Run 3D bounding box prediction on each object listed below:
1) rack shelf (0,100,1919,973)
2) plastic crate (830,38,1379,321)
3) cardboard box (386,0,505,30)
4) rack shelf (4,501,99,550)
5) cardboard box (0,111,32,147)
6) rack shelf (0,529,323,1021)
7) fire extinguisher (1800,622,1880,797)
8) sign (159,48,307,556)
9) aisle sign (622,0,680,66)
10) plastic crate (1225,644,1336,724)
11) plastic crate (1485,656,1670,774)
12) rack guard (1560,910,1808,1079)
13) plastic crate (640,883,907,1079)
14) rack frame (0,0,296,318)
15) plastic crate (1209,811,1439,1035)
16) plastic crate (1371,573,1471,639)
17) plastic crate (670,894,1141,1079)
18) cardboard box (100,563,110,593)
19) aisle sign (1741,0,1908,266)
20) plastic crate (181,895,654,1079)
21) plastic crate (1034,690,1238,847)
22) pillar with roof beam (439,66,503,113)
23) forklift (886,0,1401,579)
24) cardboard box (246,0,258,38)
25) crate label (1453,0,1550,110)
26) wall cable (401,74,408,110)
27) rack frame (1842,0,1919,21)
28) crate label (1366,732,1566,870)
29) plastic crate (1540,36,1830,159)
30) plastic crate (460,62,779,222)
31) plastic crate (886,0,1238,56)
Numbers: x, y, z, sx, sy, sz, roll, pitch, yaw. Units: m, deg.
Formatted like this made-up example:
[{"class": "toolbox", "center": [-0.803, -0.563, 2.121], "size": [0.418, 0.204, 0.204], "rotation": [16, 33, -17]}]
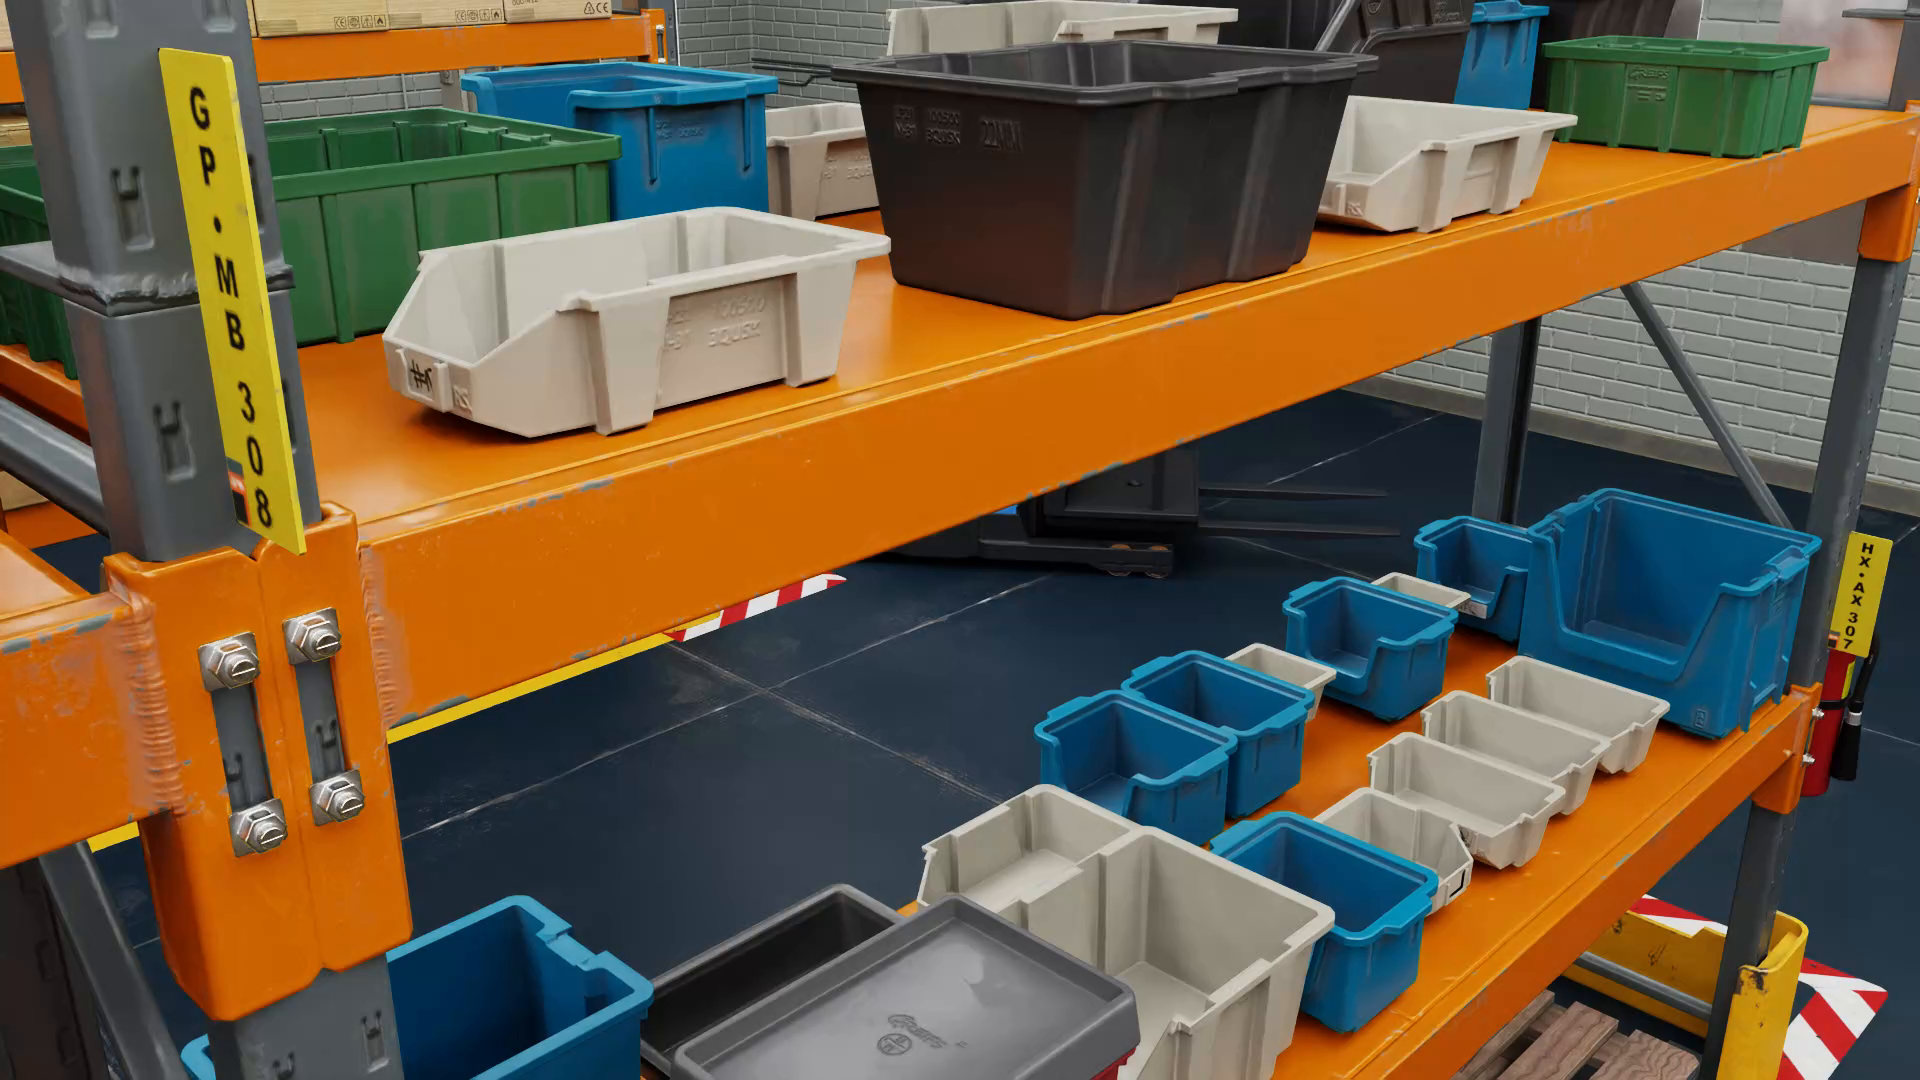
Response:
[{"class": "rack shelf", "center": [0.523, -0.466, 2.927], "size": [1.077, 0.370, 4.000], "rotation": [19, 28, 41]}, {"class": "plastic crate", "center": [0.190, -0.477, 2.136], "size": [0.497, 0.269, 0.590], "rotation": [19, 28, 41]}, {"class": "cardboard box", "center": [-2.155, -2.162, 6.548], "size": [0.500, 0.250, 0.500], "rotation": [19, 28, 41]}, {"class": "rack shelf", "center": [-3.024, -0.306, 6.693], "size": [1.077, 0.370, 4.000], "rotation": [19, 28, 41]}, {"class": "cardboard box", "center": [-6.028, -2.212, 10.229], "size": [0.980, 0.700, 0.700], "rotation": [19, 28, 40]}, {"class": "rack shelf", "center": [-2.268, 0.563, 0.252], "size": [1.077, 0.370, 4.000], "rotation": [19, 28, 41]}, {"class": "fire extinguisher", "center": [2.349, 0.370, 4.559], "size": [0.296, 0.674, 0.183], "rotation": [19, 28, 41]}, {"class": "sign", "center": [-0.480, -0.153, 1.099], "size": [0.100, 0.325, 0.005], "rotation": [19, 28, 41]}, {"class": "aisle sign", "center": [-1.361, -2.310, 7.281], "size": [0.394, 0.787, 0.004], "rotation": [19, 28, 41]}, {"class": "plastic crate", "center": [0.753, 0.397, 4.145], "size": [0.250, 0.136, 0.298], "rotation": [19, 28, 41]}, {"class": "plastic crate", "center": [1.479, 0.435, 4.047], "size": [0.396, 0.136, 0.243], "rotation": [19, 28, 41]}, {"class": "rack guard", "center": [1.925, 1.242, 5.147], "size": [1.175, 0.500, 0.348], "rotation": [19, 28, 41]}, {"class": "plastic crate", "center": [-0.284, 0.858, 2.961], "size": [0.437, 0.125, 0.590], "rotation": [19, 28, 41]}, {"class": "rack frame", "center": [-0.873, -1.687, 0.922], "size": [1.000, 3.000, 0.127], "rotation": [19, 28, 41]}, {"class": "plastic crate", "center": [0.669, 0.727, 3.152], "size": [0.416, 0.233, 0.300], "rotation": [19, 28, 41]}, {"class": "plastic crate", "center": [1.227, 0.222, 4.599], "size": [0.250, 0.136, 0.298], "rotation": [19, 28, 41]}, {"class": "plastic crate", "center": [-0.070, 0.888, 2.410], "size": [0.402, 0.464, 0.583], "rotation": [19, 28, 41]}, {"class": "cardboard box", "center": [-3.112, 0.348, 6.855], "size": [0.797, 0.503, 0.637], "rotation": [19, 28, 41]}, {"class": "aisle sign", "center": [2.178, -1.074, 4.065], "size": [0.394, 0.787, 0.004], "rotation": [19, 28, 41]}, {"class": "plastic crate", "center": [-0.791, 0.887, 2.525], "size": [0.392, 0.384, 0.575], "rotation": [19, 28, 41]}, {"class": "plastic crate", "center": [0.382, 0.531, 3.661], "size": [0.416, 0.233, 0.300], "rotation": [19, 28, 41]}, {"class": "pillar with roof beam", "center": [-0.832, -5.028, 9.614], "size": [9.100, 9.000, 0.400], "rotation": [19, 28, 41]}, {"class": "forklift", "center": [0.801, -1.373, 8.561], "size": [3.031, 2.935, 1.130], "rotation": [3, 21, 7]}, {"class": "cardboard box", "center": [-2.854, -1.906, 5.881], "size": [0.500, 0.250, 0.500], "rotation": [19, 28, 41]}, {"class": "crate label", "center": [1.043, -1.090, 3.756], "size": [0.408, 0.251, 0.502], "rotation": [19, 28, 41]}, {"class": "wall cable", "center": [-4.965, -3.435, 12.415], "size": [0.084, 1.984, 1.851], "rotation": [19, 28, 41]}, {"class": "rack frame", "center": [1.918, -2.716, 3.597], "size": [1.000, 3.000, 0.127], "rotation": [19, 28, 41]}, {"class": "crate label", "center": [1.089, 0.583, 3.660], "size": [0.396, 0.136, 0.243], "rotation": [19, 28, 41]}, {"class": "plastic crate", "center": [1.434, -0.892, 3.328], "size": [0.450, 0.188, 0.336], "rotation": [19, 28, 41]}, {"class": "plastic crate", "center": [-0.466, -0.523, 2.307], "size": [0.416, 0.233, 0.300], "rotation": [19, 28, 41]}, {"class": "plastic crate", "center": [0.151, -0.768, 2.875], "size": [0.437, 0.282, 0.530], "rotation": [19, 28, 41]}]
